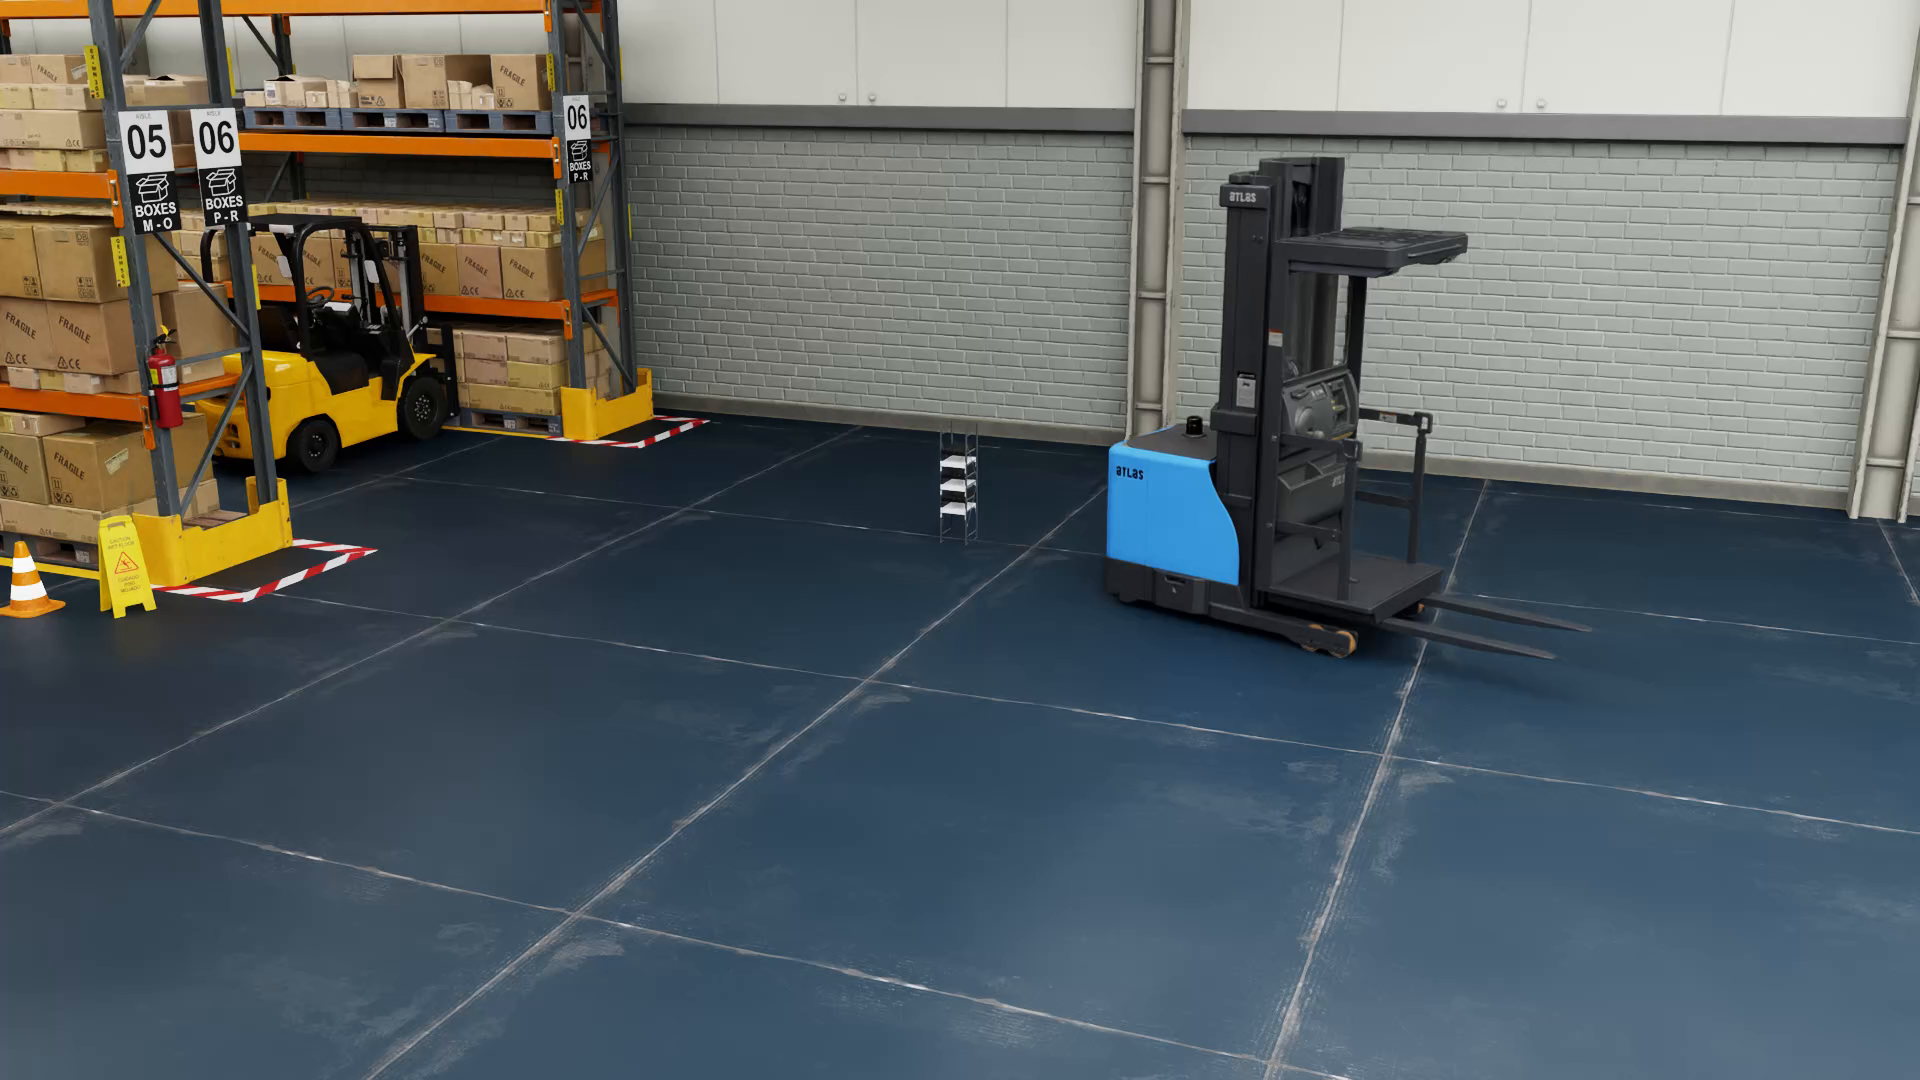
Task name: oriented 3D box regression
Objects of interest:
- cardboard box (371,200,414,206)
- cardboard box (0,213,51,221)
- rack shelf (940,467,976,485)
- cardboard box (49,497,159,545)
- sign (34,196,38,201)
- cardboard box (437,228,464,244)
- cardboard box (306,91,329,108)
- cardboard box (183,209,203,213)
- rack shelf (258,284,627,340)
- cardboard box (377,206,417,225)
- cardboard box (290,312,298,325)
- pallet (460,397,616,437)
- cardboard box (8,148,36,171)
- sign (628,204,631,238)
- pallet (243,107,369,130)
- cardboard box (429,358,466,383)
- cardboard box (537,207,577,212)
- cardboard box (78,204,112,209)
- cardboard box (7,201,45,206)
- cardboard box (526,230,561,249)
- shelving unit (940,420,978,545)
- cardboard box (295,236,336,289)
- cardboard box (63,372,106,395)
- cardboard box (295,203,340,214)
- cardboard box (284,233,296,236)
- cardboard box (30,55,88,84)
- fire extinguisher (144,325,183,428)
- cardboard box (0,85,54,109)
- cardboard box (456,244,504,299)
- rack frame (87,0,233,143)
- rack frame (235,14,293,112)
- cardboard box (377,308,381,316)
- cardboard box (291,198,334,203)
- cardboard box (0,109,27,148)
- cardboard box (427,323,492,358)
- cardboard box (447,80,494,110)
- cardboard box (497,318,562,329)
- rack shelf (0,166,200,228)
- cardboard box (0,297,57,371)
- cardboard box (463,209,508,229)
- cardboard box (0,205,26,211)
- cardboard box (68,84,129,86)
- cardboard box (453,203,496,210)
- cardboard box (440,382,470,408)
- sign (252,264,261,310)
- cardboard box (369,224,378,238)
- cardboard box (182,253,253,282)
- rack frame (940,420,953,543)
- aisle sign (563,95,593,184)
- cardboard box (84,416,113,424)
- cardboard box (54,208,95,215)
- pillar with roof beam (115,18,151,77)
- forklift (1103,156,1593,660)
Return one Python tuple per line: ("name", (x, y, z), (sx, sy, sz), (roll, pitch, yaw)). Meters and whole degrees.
("cardboard box", (-5.855, -3.415, 17.179), (0.250, 0.149, 0.380), (6, 17, 20))
("cardboard box", (-6.854, -2.017, 11.734), (0.500, 0.500, 0.700), (6, 17, 20))
("rack shelf", (-0.008, -0.487, 12.535), (0.200, 0.077, 0.258), (6, 17, 21))
("cardboard box", (-6.191, -0.167, 12.049), (0.500, 0.250, 0.500), (6, 17, 20))
("sign", (-10.742, -4.077, 19.261), (0.005, 0.325, 0.100), (6, 17, 21))
("cardboard box", (-4.885, -2.985, 16.233), (0.250, 0.149, 0.380), (6, 17, 19))
("cardboard box", (-6.201, -4.334, 16.360), (0.250, 0.149, 0.380), (7, 18, 22))
("cardboard box", (-8.177, -3.506, 18.029), (0.250, 0.149, 0.380), (6, 17, 20))
("rack shelf", (-5.361, -2.418, 16.912), (4.000, 0.370, 1.077), (6, 17, 21))
("cardboard box", (-5.568, -3.228, 16.538), (0.250, 0.149, 0.380), (6, 17, 21))
("cardboard box", (-6.887, -2.198, 17.251), (0.500, 0.250, 0.500), (6, 17, 20))
("pallet", (-4.227, -1.287, 16.727), (1.213, 0.211, 1.003), (6, 17, 21))
("cardboard box", (-6.231, -2.608, 11.346), (0.250, 0.149, 0.380), (7, 18, 22))
("sign", (-3.291, -3.156, 16.468), (0.005, 0.325, 0.100), (6, 17, 21))
("pallet", (-6.419, -4.285, 16.833), (1.213, 0.211, 1.003), (6, 17, 21))
("cardboard box", (-5.019, -1.750, 16.603), (0.500, 0.250, 0.500), (6, 17, 19))
("cardboard box", (-3.959, -3.194, 16.419), (0.250, 0.149, 0.380), (7, 18, 23))
("cardboard box", (-9.594, -3.662, 18.563), (0.250, 0.149, 0.380), (6, 17, 20))
("cardboard box", (-10.566, -3.756, 18.887), (0.250, 0.149, 0.380), (7, 18, 22))
("cardboard box", (-3.926, -2.881, 15.874), (0.250, 0.149, 0.380), (7, 17, 21))
("shelving unit", (-0.008, -0.433, 12.551), (0.210, 0.900, 0.258), (6, 17, 21))
("cardboard box", (-6.414, -2.854, 16.944), (0.500, 0.500, 0.500), (7, 17, 22))
("cardboard box", (-6.021, -1.130, 11.637), (0.250, 0.149, 0.380), (6, 17, 20))
("cardboard box", (-6.517, -3.333, 16.899), (0.250, 0.149, 0.380), (6, 17, 20))
("cardboard box", (-6.780, -3.200, 16.974), (0.250, 0.149, 0.380), (7, 17, 22))
("cardboard box", (-9.411, -4.874, 17.589), (0.500, 0.500, 0.500), (7, 17, 22))
("fire extinguisher", (-5.381, -1.102, 11.230), (0.183, 0.674, 0.296), (6, 17, 21))
("cardboard box", (-6.428, -3.029, 11.366), (0.250, 0.149, 0.380), (6, 17, 21))
("cardboard box", (-4.534, -2.644, 16.222), (0.500, 0.500, 0.500), (7, 18, 22))
("rack frame", (-5.318, -4.152, 10.834), (0.127, 3.000, 1.000), (6, 17, 21))
("rack frame", (-7.221, -5.849, 16.680), (0.127, 3.000, 1.000), (6, 17, 21))
("cardboard box", (-6.216, -2.281, 17.536), (0.500, 0.250, 0.500), (6, 17, 20))
("cardboard box", (-6.814, -3.516, 17.528), (0.250, 0.149, 0.380), (6, 17, 21))
("cardboard box", (-6.356, -2.820, 11.362), (0.500, 0.250, 0.500), (6, 17, 20))
("cardboard box", (-4.993, -1.986, 16.519), (0.500, 0.250, 0.500), (7, 17, 21))
("cardboard box", (-4.619, -4.216, 15.745), (0.258, 0.266, 0.396), (6, 17, 21))
("cardboard box", (-4.344, -2.068, 16.803), (0.500, 0.250, 0.500), (6, 17, 21))
("rack shelf", (-7.179, -2.570, 12.058), (4.000, 0.370, 1.077), (6, 17, 21))
("cardboard box", (-6.388, -1.498, 11.741), (0.500, 0.500, 0.500), (6, 17, 21))
("cardboard box", (-4.609, -3.125, 16.180), (0.250, 0.149, 0.380), (6, 17, 21))
("cardboard box", (-10.505, -3.600, 18.353), (0.250, 0.149, 0.380), (7, 17, 22))
("cardboard box", (-6.024, -3.126, 11.702), (0.250, 0.149, 0.380), (6, 17, 21))
("cardboard box", (-4.903, -3.312, 16.824), (0.250, 0.149, 0.380), (6, 17, 19))
("cardboard box", (-4.975, -1.513, 16.683), (0.500, 0.250, 0.500), (6, 17, 21))
("sign", (-5.119, -1.827, 12.035), (0.005, 0.325, 0.100), (6, 17, 21))
("cardboard box", (-5.841, -3.088, 16.588), (0.250, 0.149, 0.380), (6, 17, 19))
("cardboard box", (-7.786, -2.879, 17.481), (0.500, 0.250, 0.500), (7, 17, 22))
("rack frame", (-0.102, -0.443, 12.587), (0.006, 0.900, 0.240), (6, 17, 21))
("aisle sign", (-3.547, -3.724, 15.459), (0.004, 0.787, 0.394), (6, 17, 21))
("cardboard box", (-6.477, -0.721, 12.611), (0.500, 0.500, 0.500), (6, 17, 19))
("cardboard box", (-9.550, -3.498, 18.000), (0.250, 0.149, 0.380), (7, 17, 22))
("pillar with roof beam", (-10.979, -5.242, 14.589), (0.400, 9.000, 9.100), (6, 17, 21))
("forklift", (2.433, -0.851, 10.348), (3.031, 2.935, 1.130), (13, 20, 37))
